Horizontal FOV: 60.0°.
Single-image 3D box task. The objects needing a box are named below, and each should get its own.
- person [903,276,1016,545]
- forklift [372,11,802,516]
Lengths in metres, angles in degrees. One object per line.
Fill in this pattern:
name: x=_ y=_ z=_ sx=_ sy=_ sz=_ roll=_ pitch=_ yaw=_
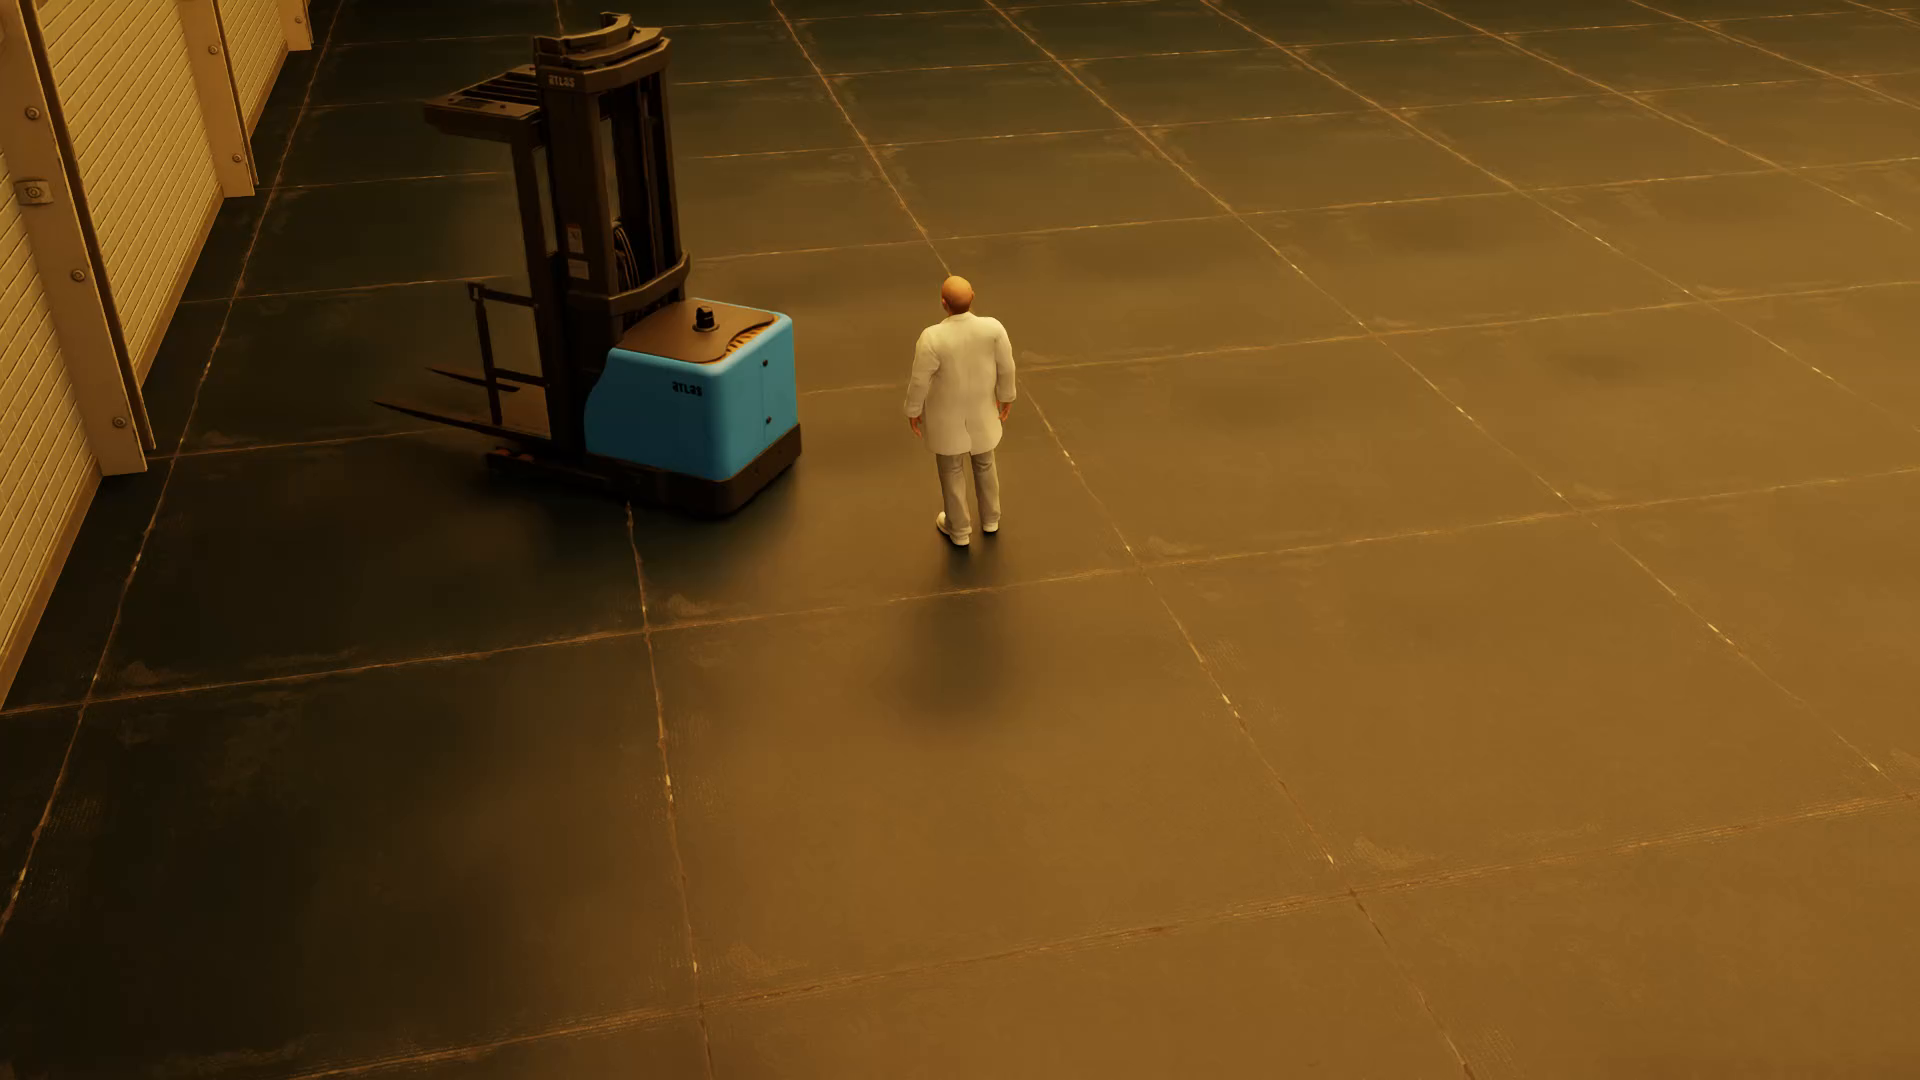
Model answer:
person: x=-0.018 y=-0.820 z=10.129 sx=0.696 sy=1.777 sz=0.578 roll=-7 pitch=31 yaw=-12
forklift: x=-2.646 y=-1.905 z=10.866 sx=3.031 sy=2.935 sz=1.130 roll=13 pitch=32 yaw=21
